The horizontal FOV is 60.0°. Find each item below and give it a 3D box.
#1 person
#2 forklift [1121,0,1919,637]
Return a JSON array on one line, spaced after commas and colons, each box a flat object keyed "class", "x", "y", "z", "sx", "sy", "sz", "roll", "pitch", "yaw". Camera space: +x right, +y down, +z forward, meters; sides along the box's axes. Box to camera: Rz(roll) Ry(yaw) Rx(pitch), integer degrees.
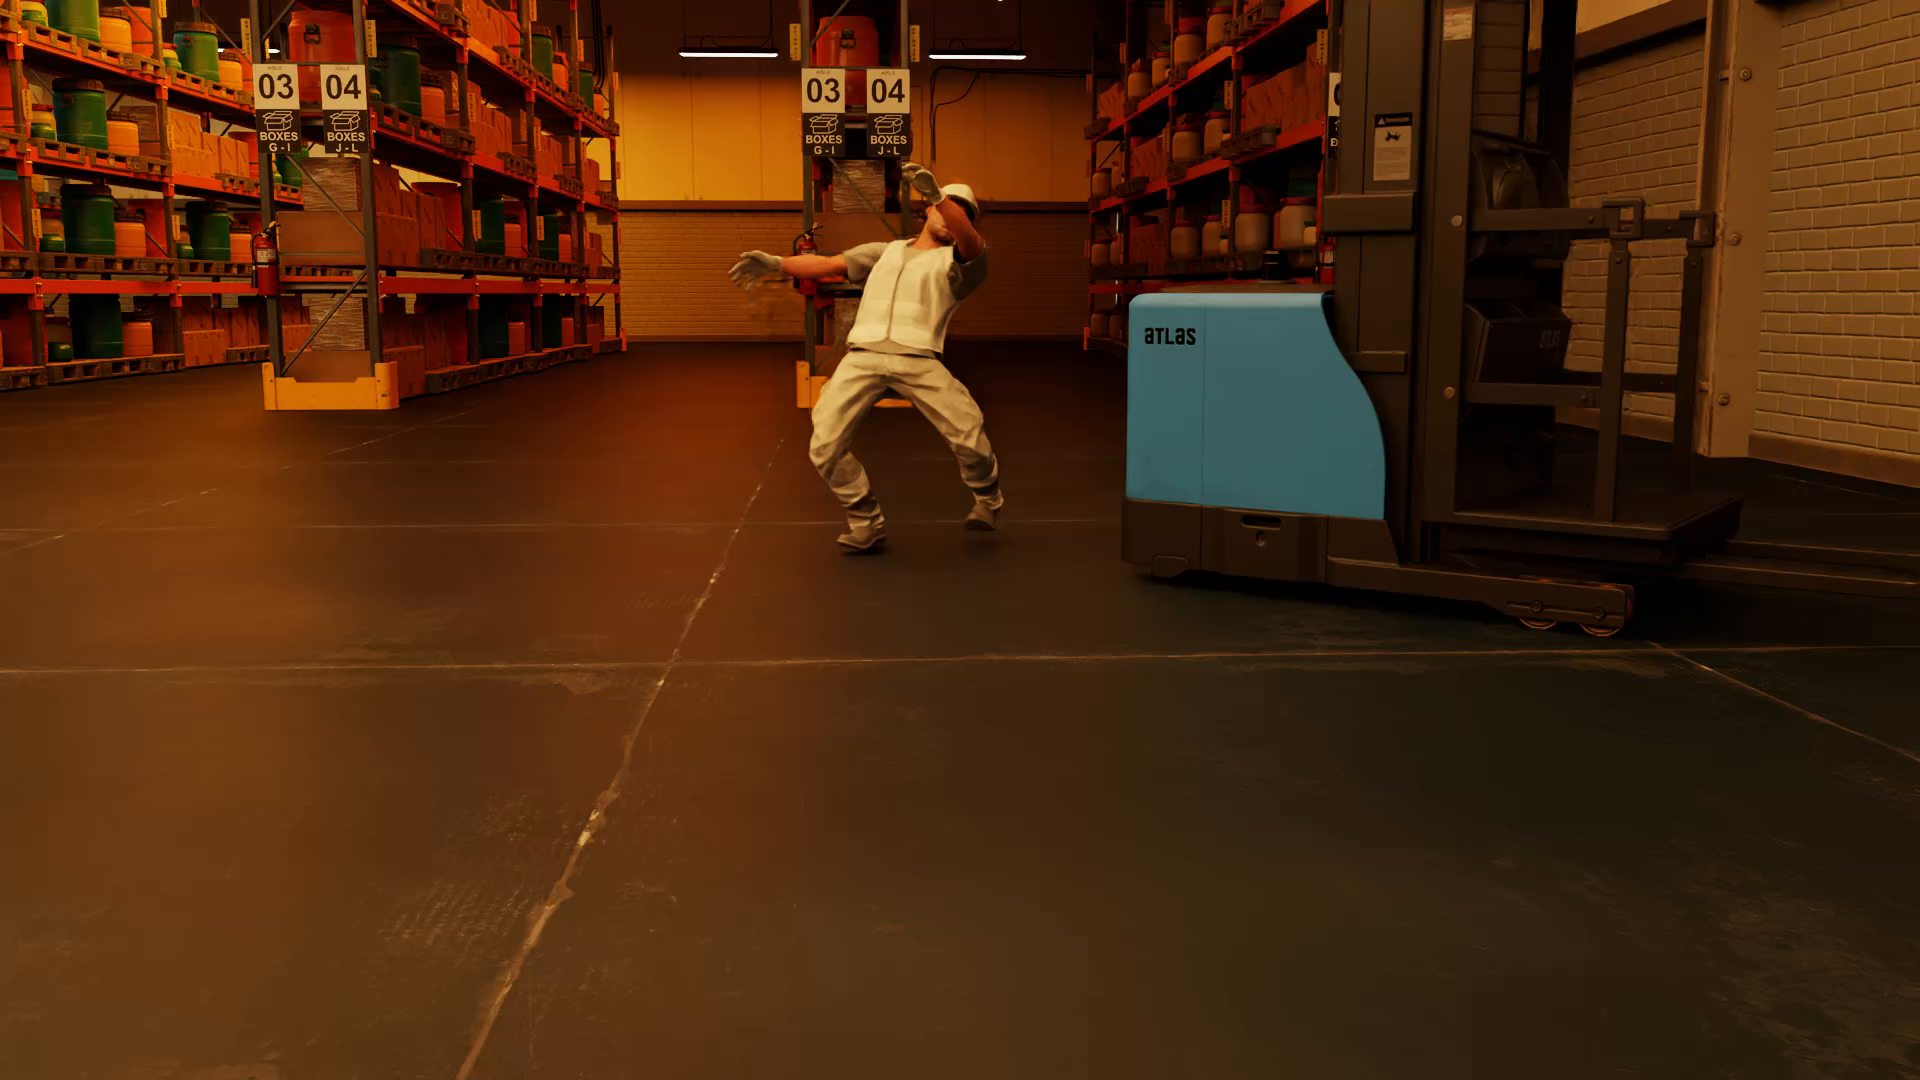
[{"class": "person", "x": -0.387, "y": -0.742, "z": 6.870, "sx": 1.101, "sy": 1.555, "sz": 0.741, "roll": 1, "pitch": 9, "yaw": 7}, {"class": "forklift", "x": 2.104, "y": -1.232, "z": 5.625, "sx": 3.031, "sy": 2.935, "sz": 1.130, "roll": 6, "pitch": 10, "yaw": 35}]
